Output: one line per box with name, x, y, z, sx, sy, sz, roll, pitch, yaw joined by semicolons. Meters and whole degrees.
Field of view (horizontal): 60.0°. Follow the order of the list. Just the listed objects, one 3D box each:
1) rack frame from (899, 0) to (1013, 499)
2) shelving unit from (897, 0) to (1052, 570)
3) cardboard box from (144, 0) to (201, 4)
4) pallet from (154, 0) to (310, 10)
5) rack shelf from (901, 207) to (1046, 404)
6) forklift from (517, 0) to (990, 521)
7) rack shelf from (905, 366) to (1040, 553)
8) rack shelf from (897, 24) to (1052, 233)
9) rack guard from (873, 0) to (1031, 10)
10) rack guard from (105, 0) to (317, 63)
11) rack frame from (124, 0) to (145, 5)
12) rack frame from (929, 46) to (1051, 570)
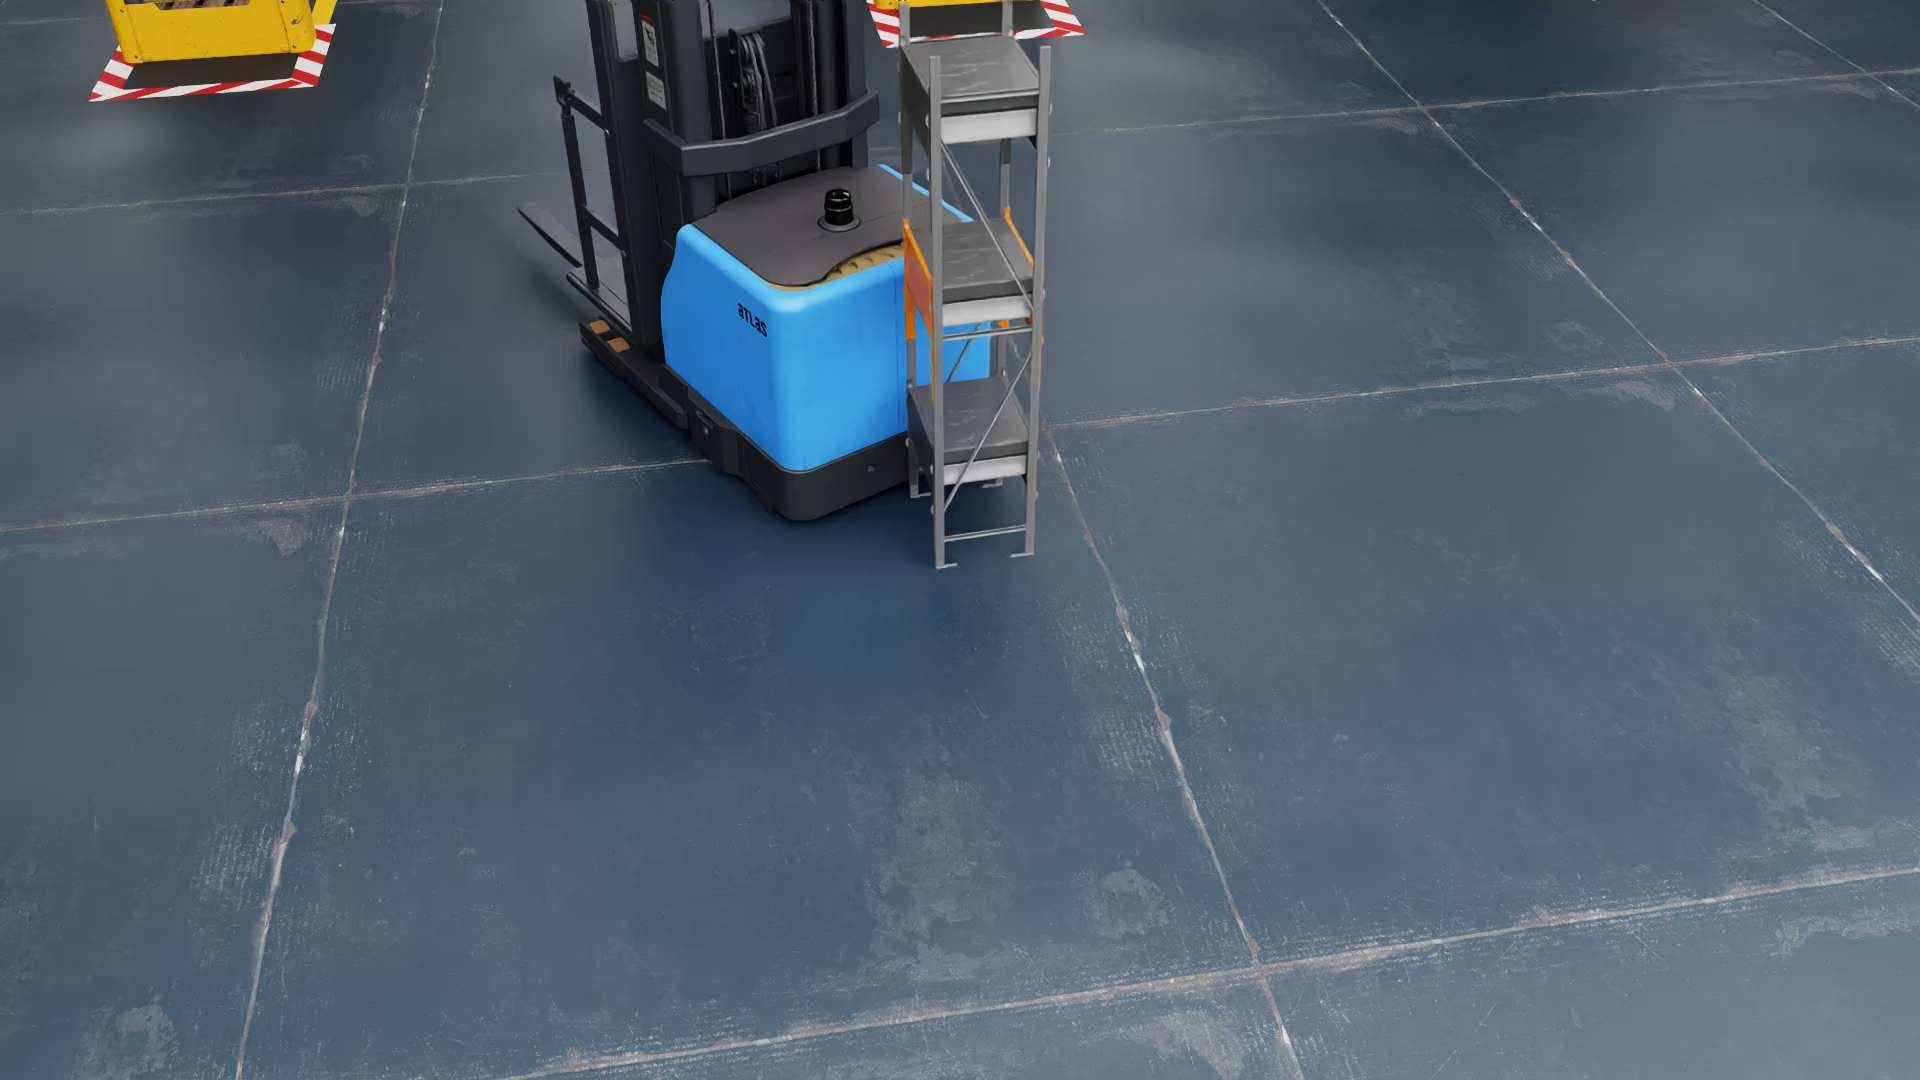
rack frame;-0.014;-1.032;6.367;0.400;2.100;0.015;-8;39;-10
shelving unit;0.042;-0.887;6.180;0.431;2.100;0.503;-8;39;-10
cardboard box;-5.229;-3.798;11.093;0.500;0.250;0.500;-6;38;-8
pallet;-5.019;-3.782;11.446;1.003;0.211;1.213;-6;38;-8
rack shelf;0.042;-0.876;6.188;0.431;0.518;0.480;-8;39;-10
forklift;-1.134;-2.090;7.052;1.130;2.935;3.031;-24;44;-28
rack shelf;0.042;-0.323;6.618;0.431;0.518;0.480;-8;39;-10
rack shelf;0.042;-1.429;5.759;0.431;0.518;0.480;-8;39;-10
rack guard;-0.026;-4.010;11.504;1.175;0.500;0.348;-6;38;-8
rack guard;-4.839;-3.424;10.750;1.175;0.500;0.348;-6;38;-8
rack frame;-4.844;-4.426;10.002;1.000;3.000;0.127;-6;38;-8
rack frame;0.098;-0.741;5.992;0.400;2.100;0.015;-8;39;-10
